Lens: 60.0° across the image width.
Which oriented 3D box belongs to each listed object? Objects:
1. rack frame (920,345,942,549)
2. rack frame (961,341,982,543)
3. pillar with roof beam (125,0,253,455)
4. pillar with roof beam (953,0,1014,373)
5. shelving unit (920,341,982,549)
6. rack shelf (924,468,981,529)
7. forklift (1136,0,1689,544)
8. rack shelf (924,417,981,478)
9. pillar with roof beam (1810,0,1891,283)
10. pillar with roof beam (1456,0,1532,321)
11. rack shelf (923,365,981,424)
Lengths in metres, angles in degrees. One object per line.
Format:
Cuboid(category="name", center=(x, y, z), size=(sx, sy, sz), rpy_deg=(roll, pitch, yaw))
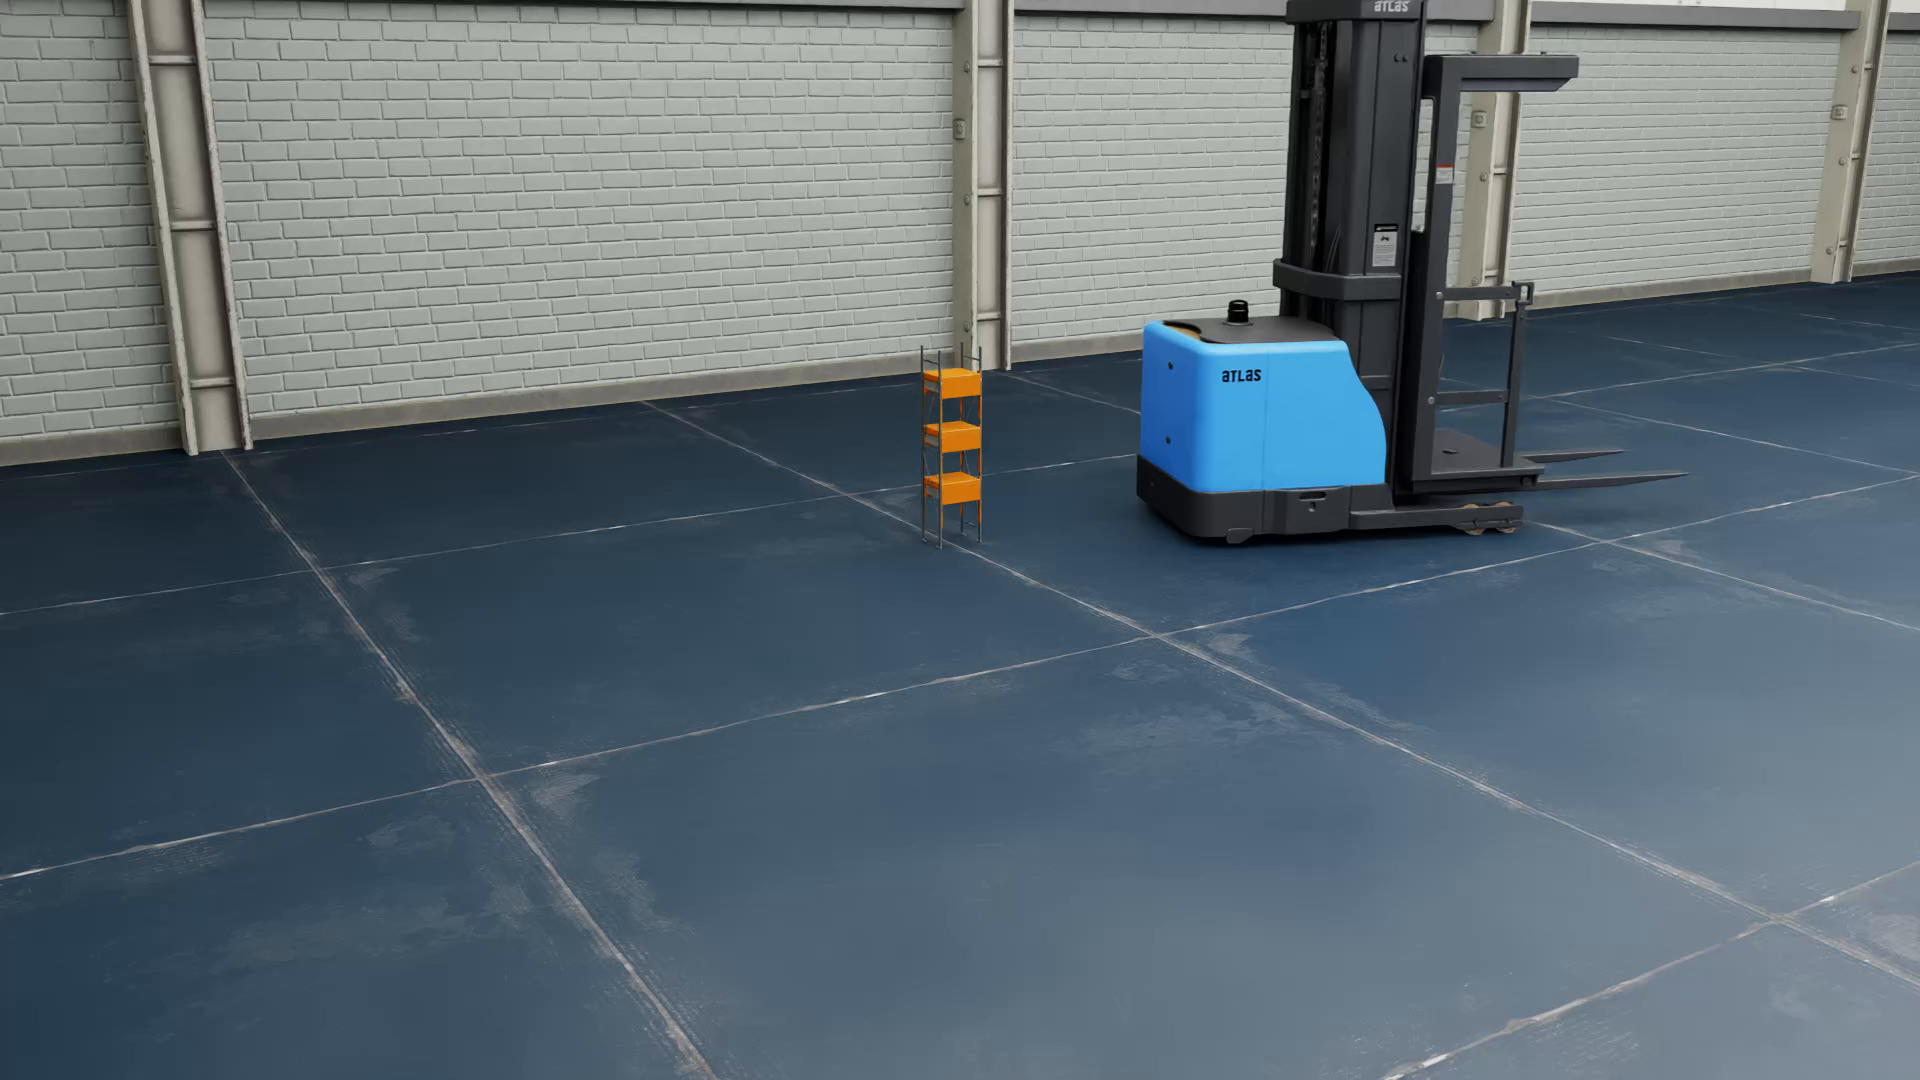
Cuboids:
Cuboid(category="rack frame", center=(-0.150, -0.481, 8.681), size=(0.008, 1.050, 0.200), rpy_deg=(-9, 18, -30))
Cuboid(category="rack frame", center=(0.059, -0.515, 8.802), size=(0.008, 1.050, 0.200), rpy_deg=(-9, 18, -30))
Cuboid(category="pillar with roof beam", center=(-2.739, -3.953, 6.340), size=(0.400, 9.000, 9.100), rpy_deg=(-9, 18, -30))
Cuboid(category="pillar with roof beam", center=(2.404, -4.787, 9.316), size=(0.400, 9.000, 9.100), rpy_deg=(-9, 18, -30))
Cuboid(category="shelving unit", center=(-0.046, -0.498, 8.742), size=(0.252, 1.050, 0.215), rpy_deg=(-9, 18, -30))
Cuboid(category="rack shelf", center=(-0.046, -0.220, 8.819), size=(0.240, 0.259, 0.215), rpy_deg=(-9, 18, -30))
Cuboid(category="forklift", center=(2.586, -1.574, 9.094), size=(3.031, 2.935, 1.130), rpy_deg=(-3, 16, -12))
Cuboid(category="rack shelf", center=(-0.046, -0.488, 8.744), size=(0.240, 0.259, 0.215), rpy_deg=(-9, 18, -30))
Cuboid(category="pillar with roof beam", center=(12.690, -6.455, 15.266), size=(0.400, 9.000, 9.100), rpy_deg=(-9, 18, -30))
Cuboid(category="pillar with roof beam", center=(7.547, -5.621, 12.291), size=(0.400, 9.000, 9.100), rpy_deg=(-9, 18, -30))
Cuboid(category="rack shelf", center=(-0.046, -0.761, 8.668), size=(0.240, 0.259, 0.215), rpy_deg=(-9, 18, -30))
